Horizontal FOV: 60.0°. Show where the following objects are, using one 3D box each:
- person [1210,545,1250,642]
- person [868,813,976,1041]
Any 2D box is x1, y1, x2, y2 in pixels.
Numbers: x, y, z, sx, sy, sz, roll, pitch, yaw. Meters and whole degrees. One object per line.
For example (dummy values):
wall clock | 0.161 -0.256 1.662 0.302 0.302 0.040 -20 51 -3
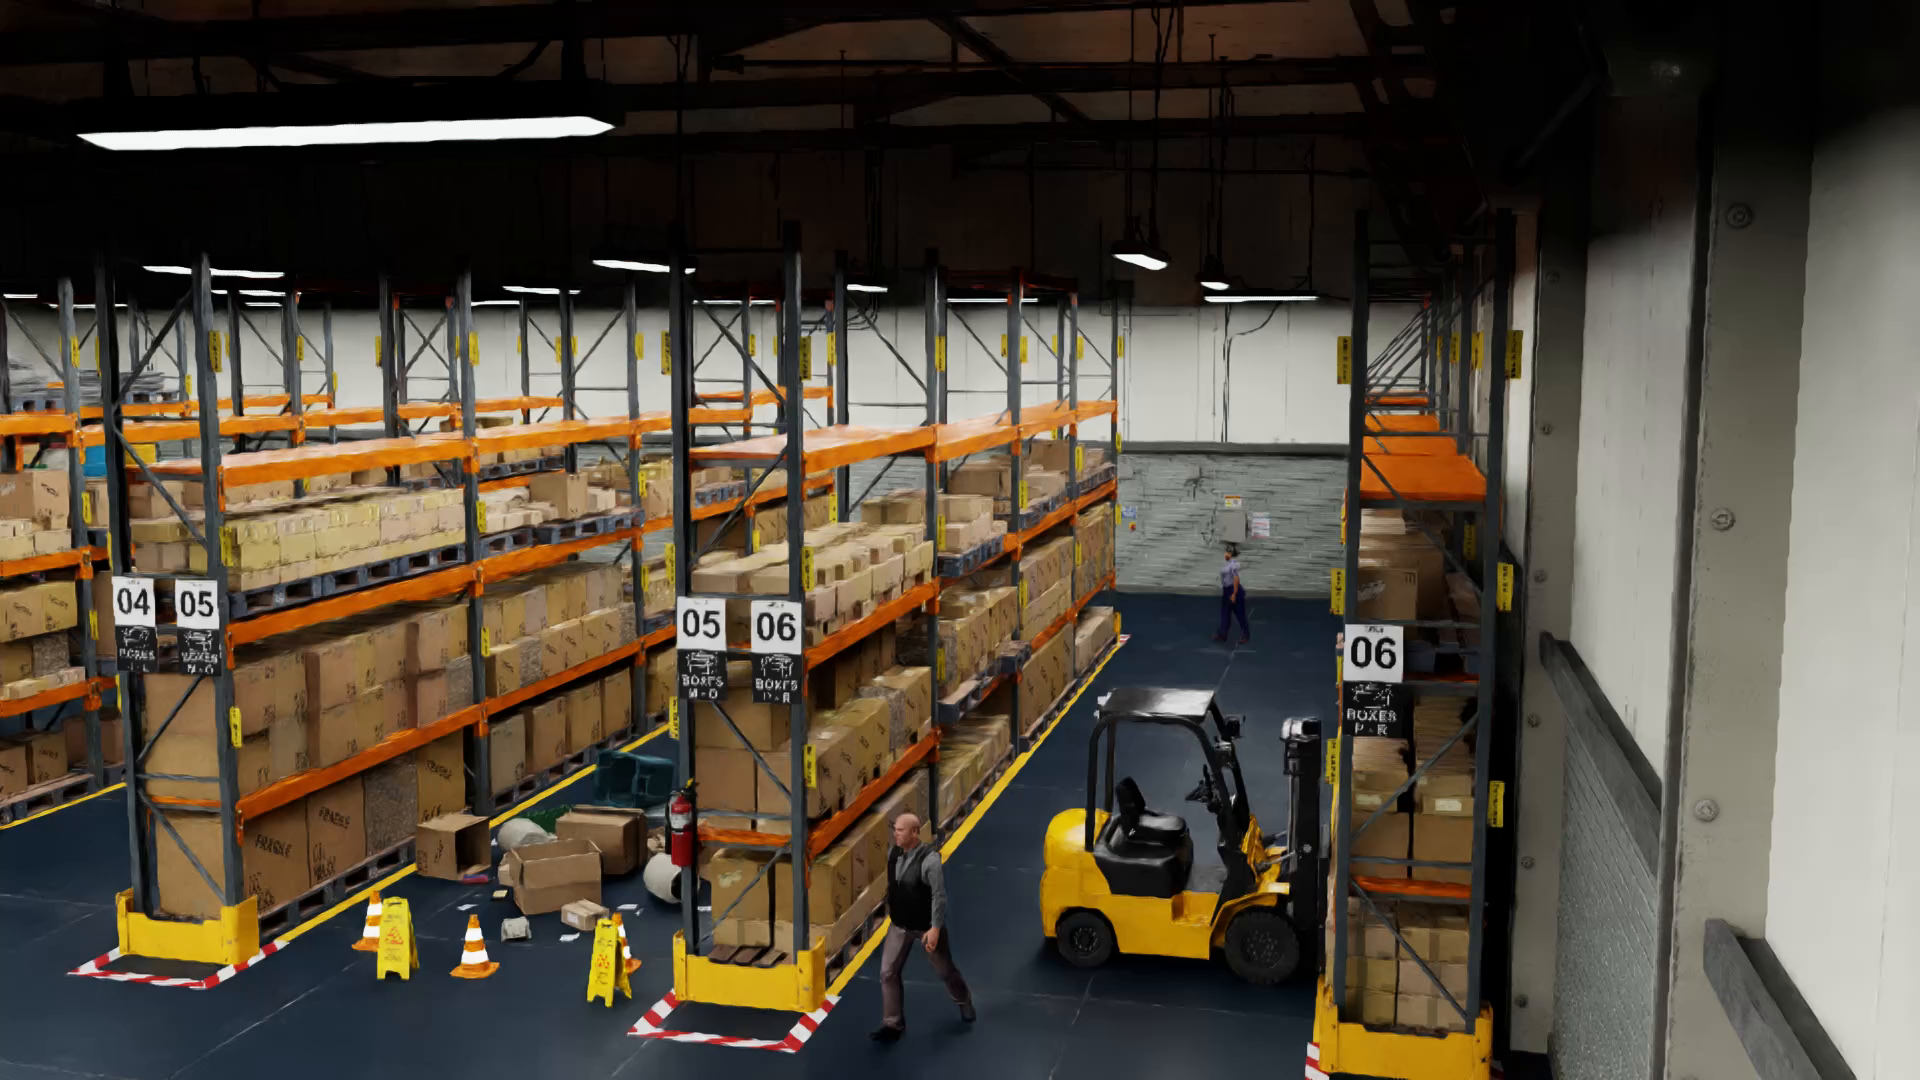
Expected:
person | 4.623 0.911 28.314 0.609 1.623 0.615 -1 7 -8
person | -0.287 2.882 12.341 0.583 1.608 0.909 5 9 36
